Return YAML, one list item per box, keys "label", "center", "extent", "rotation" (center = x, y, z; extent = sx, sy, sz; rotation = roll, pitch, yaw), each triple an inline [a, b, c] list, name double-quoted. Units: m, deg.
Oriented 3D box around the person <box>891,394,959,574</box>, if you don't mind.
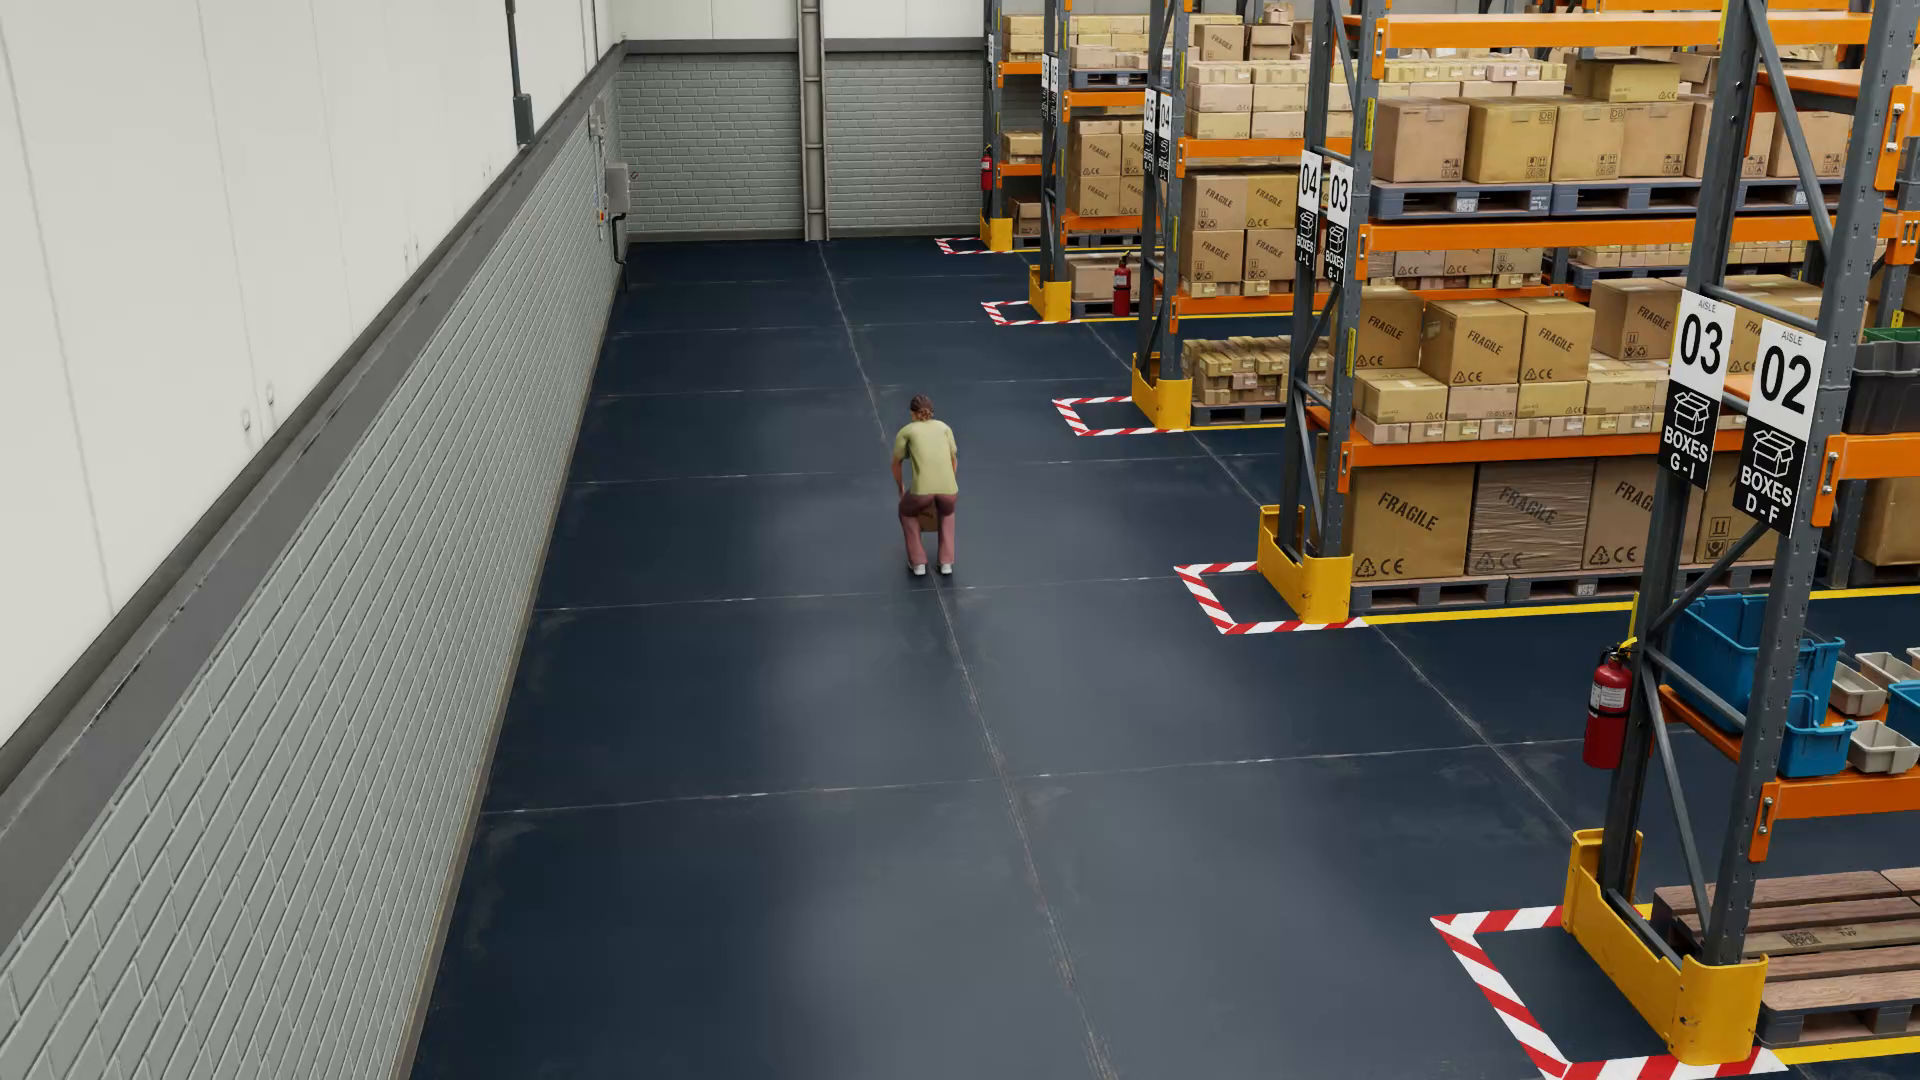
- label: "person"
  center: [-0.262, -0.406, 12.690]
  extent: [0.511, 1.335, 0.665]
  rotation: [-3, 20, -8]
